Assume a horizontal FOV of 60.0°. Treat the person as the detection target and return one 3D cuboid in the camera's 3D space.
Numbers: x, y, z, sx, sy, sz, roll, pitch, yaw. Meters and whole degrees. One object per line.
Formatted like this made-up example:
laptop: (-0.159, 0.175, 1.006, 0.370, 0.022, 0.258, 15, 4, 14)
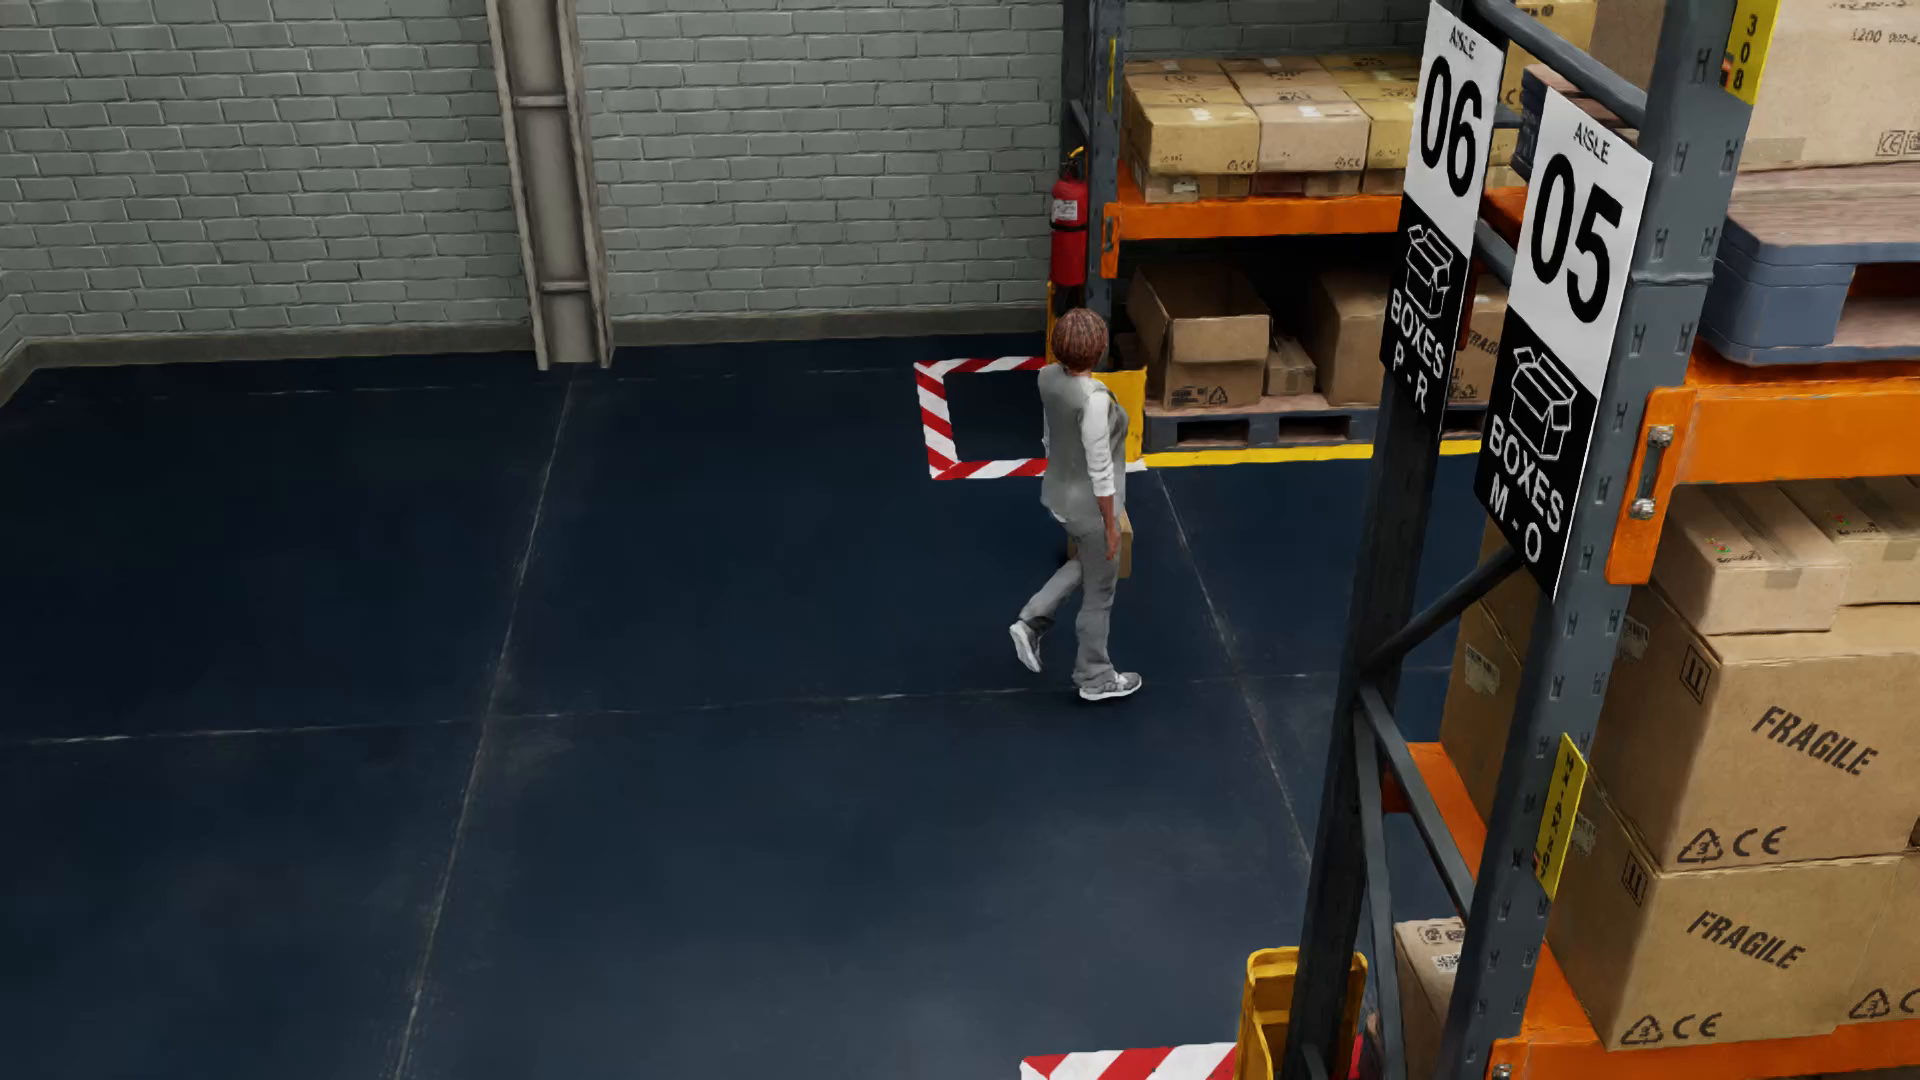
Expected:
person: (0.426, -0.118, 6.315, 0.499, 1.583, 0.498, -15, 34, -22)
